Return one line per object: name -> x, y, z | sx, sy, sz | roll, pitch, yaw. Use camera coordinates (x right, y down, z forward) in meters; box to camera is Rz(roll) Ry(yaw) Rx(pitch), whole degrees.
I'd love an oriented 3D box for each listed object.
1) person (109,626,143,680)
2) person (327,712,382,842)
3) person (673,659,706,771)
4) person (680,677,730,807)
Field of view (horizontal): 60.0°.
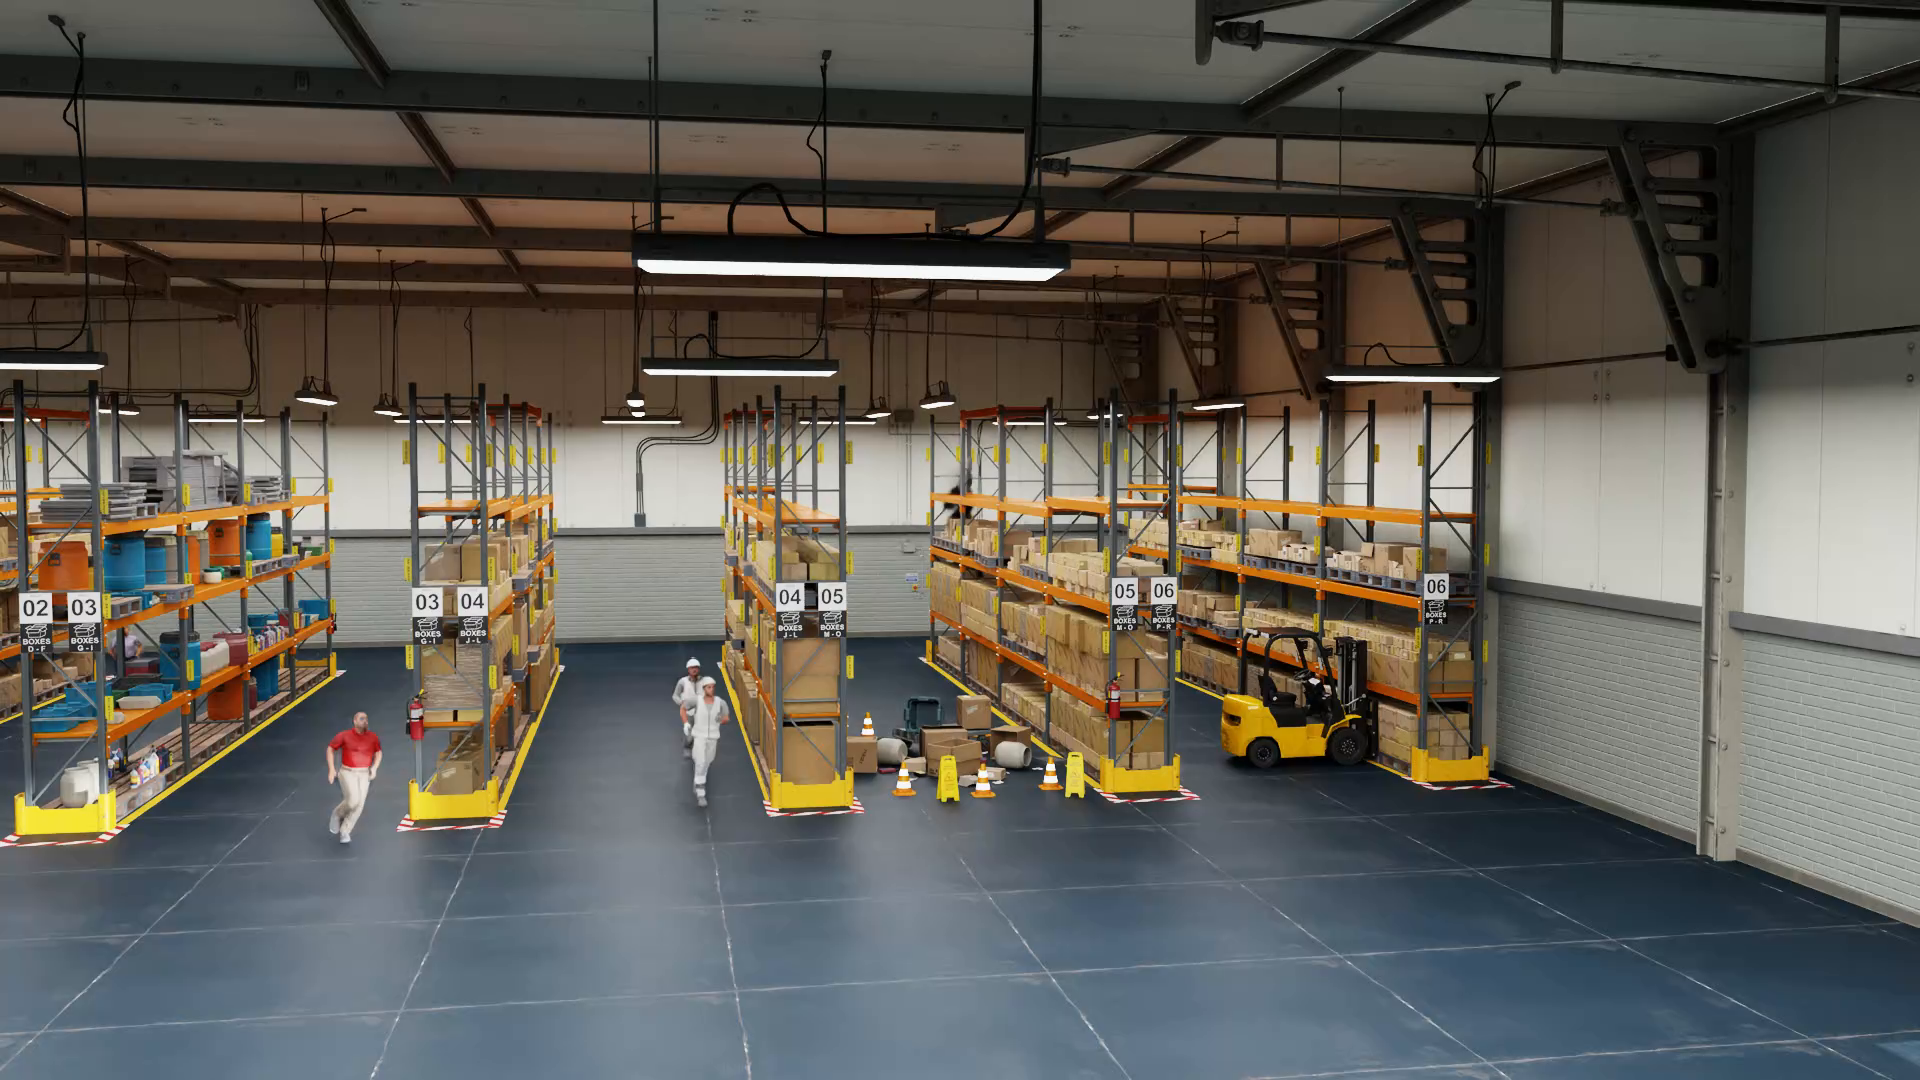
person -> -16.781, 2.508, 33.452 | 0.607, 1.648, 0.841 | -1, 3, -22
person -> -7.844, 3.078, 21.678 | 0.700, 1.646, 0.539 | -3, 4, -41
person -> -4.262, 2.779, 26.611 | 0.662, 1.764, 0.914 | -1, 3, -17
person -> -3.635, 2.857, 23.915 | 0.657, 1.773, 0.988 | -1, 3, -25
